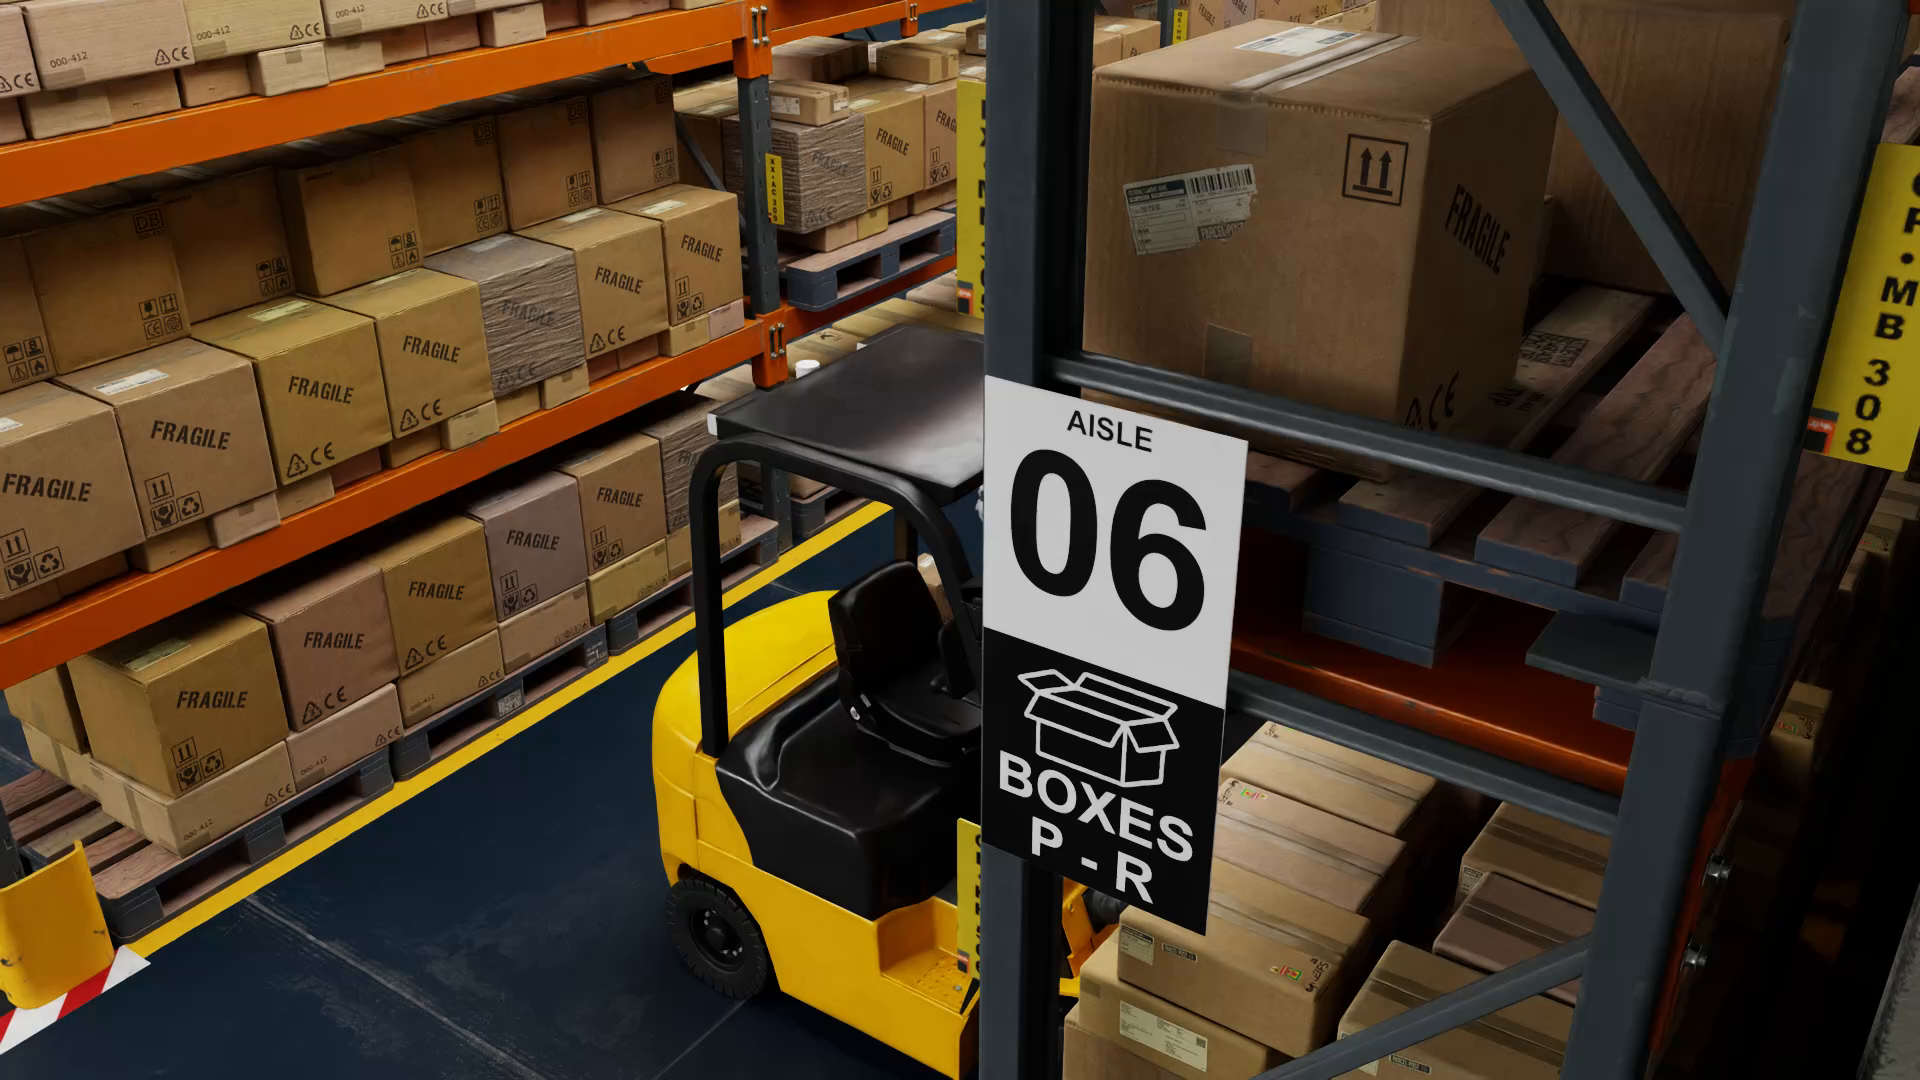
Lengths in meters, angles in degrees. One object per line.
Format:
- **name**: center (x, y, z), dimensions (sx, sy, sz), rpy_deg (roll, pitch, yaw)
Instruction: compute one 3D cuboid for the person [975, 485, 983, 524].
- **person**: center (0.242, -0.254, 7.498), dimensions (0.346, 1.686, 0.465), rpy_deg (18, 32, 31)
